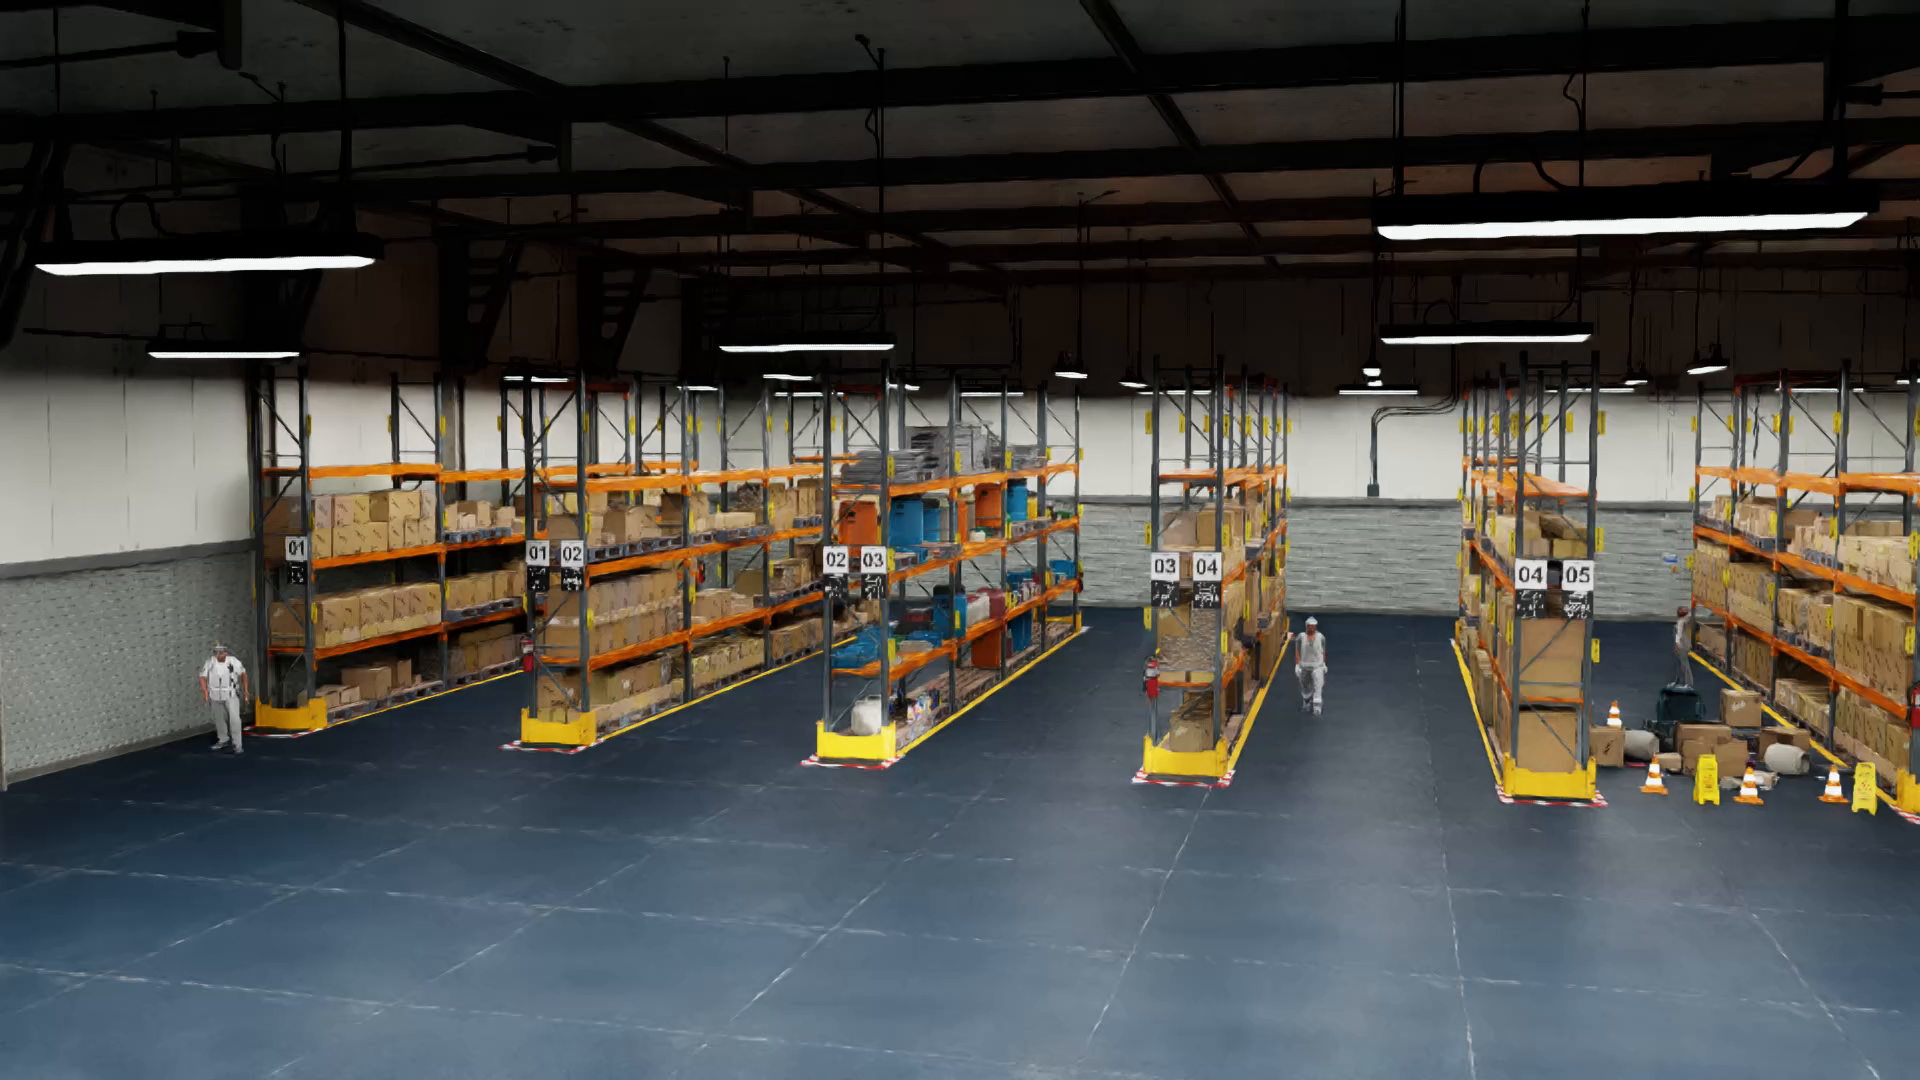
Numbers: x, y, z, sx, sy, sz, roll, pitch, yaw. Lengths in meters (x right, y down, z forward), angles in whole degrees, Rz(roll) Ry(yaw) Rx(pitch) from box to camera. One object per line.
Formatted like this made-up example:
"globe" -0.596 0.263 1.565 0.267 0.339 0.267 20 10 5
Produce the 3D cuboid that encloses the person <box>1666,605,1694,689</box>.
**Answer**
"person" 13.626 2.027 31.419 0.532 1.588 0.535 3 5 37

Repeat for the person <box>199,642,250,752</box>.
"person" -11.283 2.385 25.520 0.670 1.703 0.771 -1 4 -8

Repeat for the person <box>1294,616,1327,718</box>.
"person" 6.027 2.157 28.597 0.548 1.702 1.111 1 4 13
